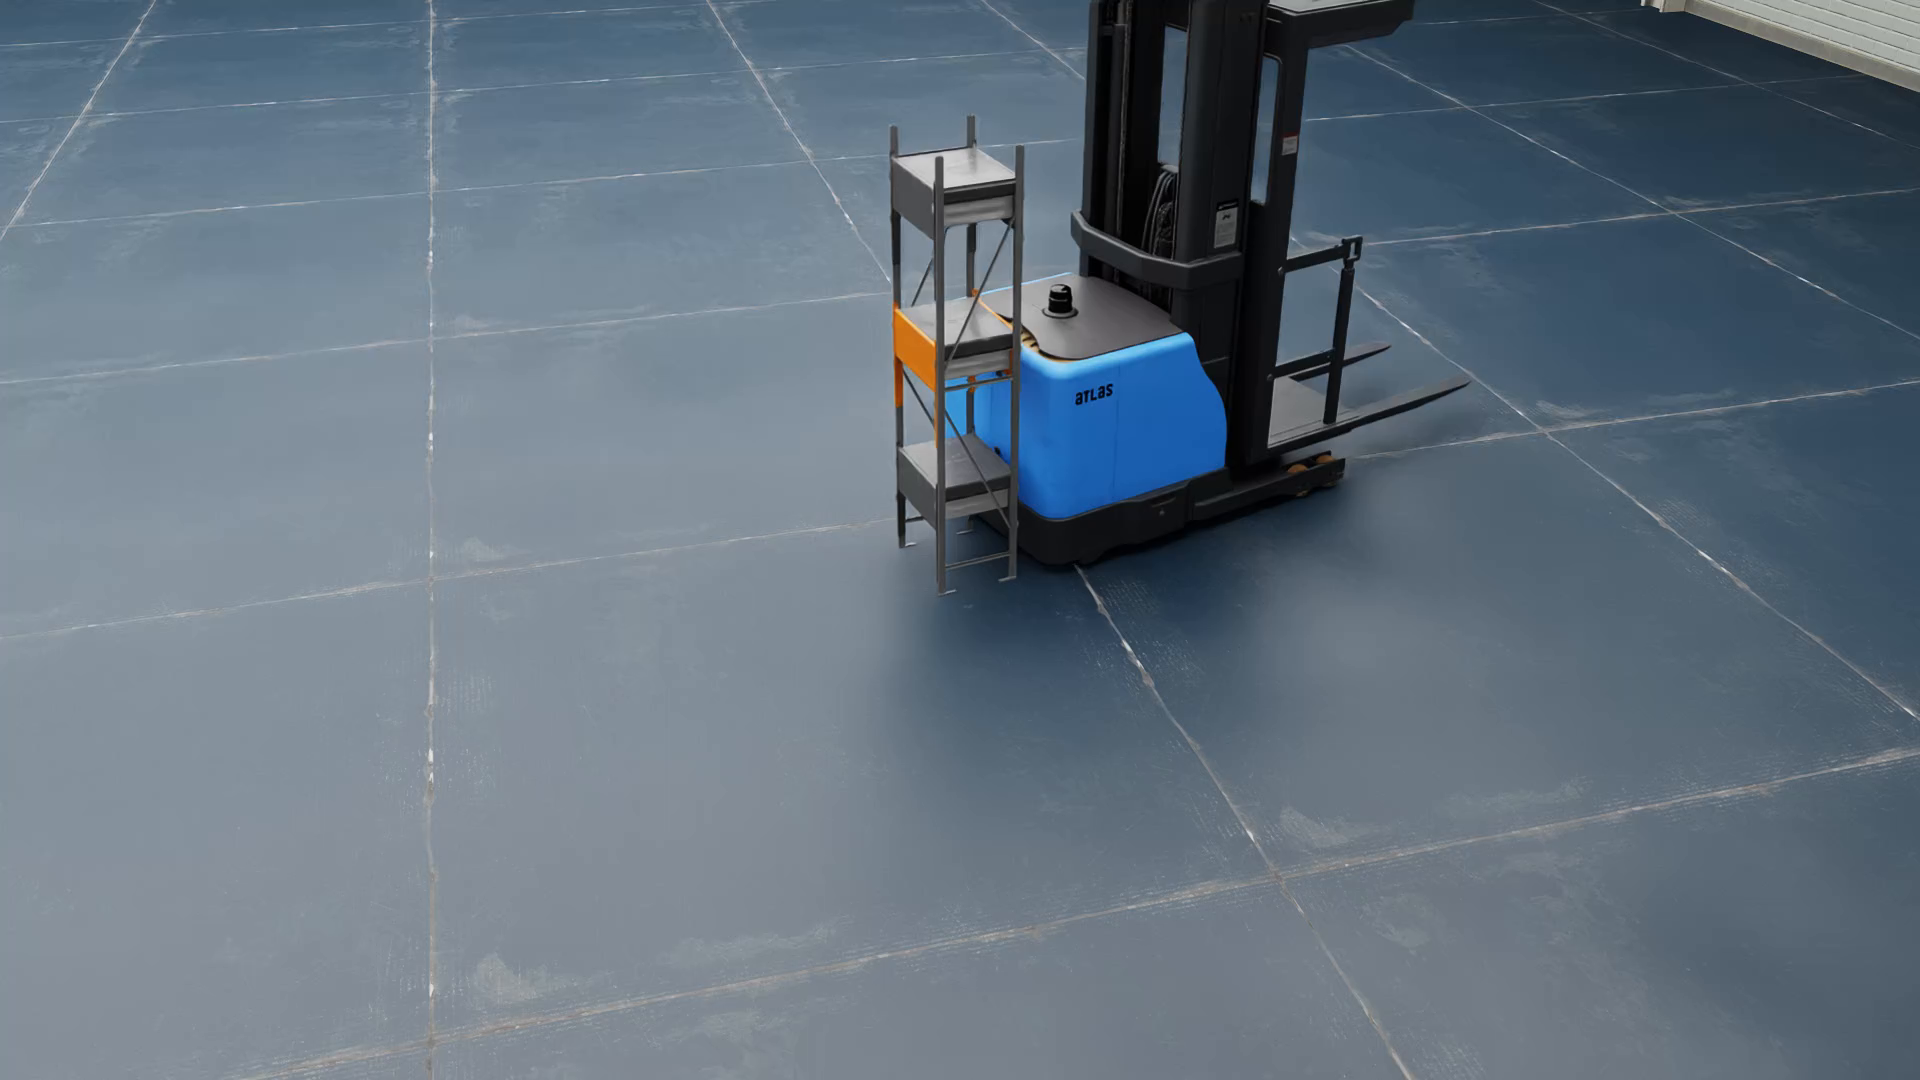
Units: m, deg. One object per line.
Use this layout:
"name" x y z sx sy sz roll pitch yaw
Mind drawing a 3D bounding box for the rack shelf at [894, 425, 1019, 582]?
"rack shelf" -0.019 -0.179 7.888 0.431 0.518 0.480 -13 32 -21

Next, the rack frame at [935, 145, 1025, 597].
"rack frame" 0.082 -0.685 7.338 0.400 2.100 0.015 -13 32 -21

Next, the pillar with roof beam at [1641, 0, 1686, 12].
"pillar with roof beam" 3.655 -9.230 15.213 9.100 9.000 0.400 -8 31 -13

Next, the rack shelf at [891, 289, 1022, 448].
"rack shelf" -0.019 -0.785 7.537 0.431 0.518 0.480 -13 32 -21

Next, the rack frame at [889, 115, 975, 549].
"rack frame" -0.119 -0.908 7.723 0.400 2.100 0.015 -13 32 -21

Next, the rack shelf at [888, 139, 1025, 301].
"rack shelf" -0.019 -1.391 7.186 0.431 0.518 0.480 -13 32 -21

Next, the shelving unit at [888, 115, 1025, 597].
"shelving unit" -0.019 -0.797 7.530 0.431 2.100 0.503 -13 32 -21

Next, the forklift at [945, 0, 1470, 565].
"forklift" 1.416 -1.698 8.259 3.031 2.935 1.130 -18 35 -28
